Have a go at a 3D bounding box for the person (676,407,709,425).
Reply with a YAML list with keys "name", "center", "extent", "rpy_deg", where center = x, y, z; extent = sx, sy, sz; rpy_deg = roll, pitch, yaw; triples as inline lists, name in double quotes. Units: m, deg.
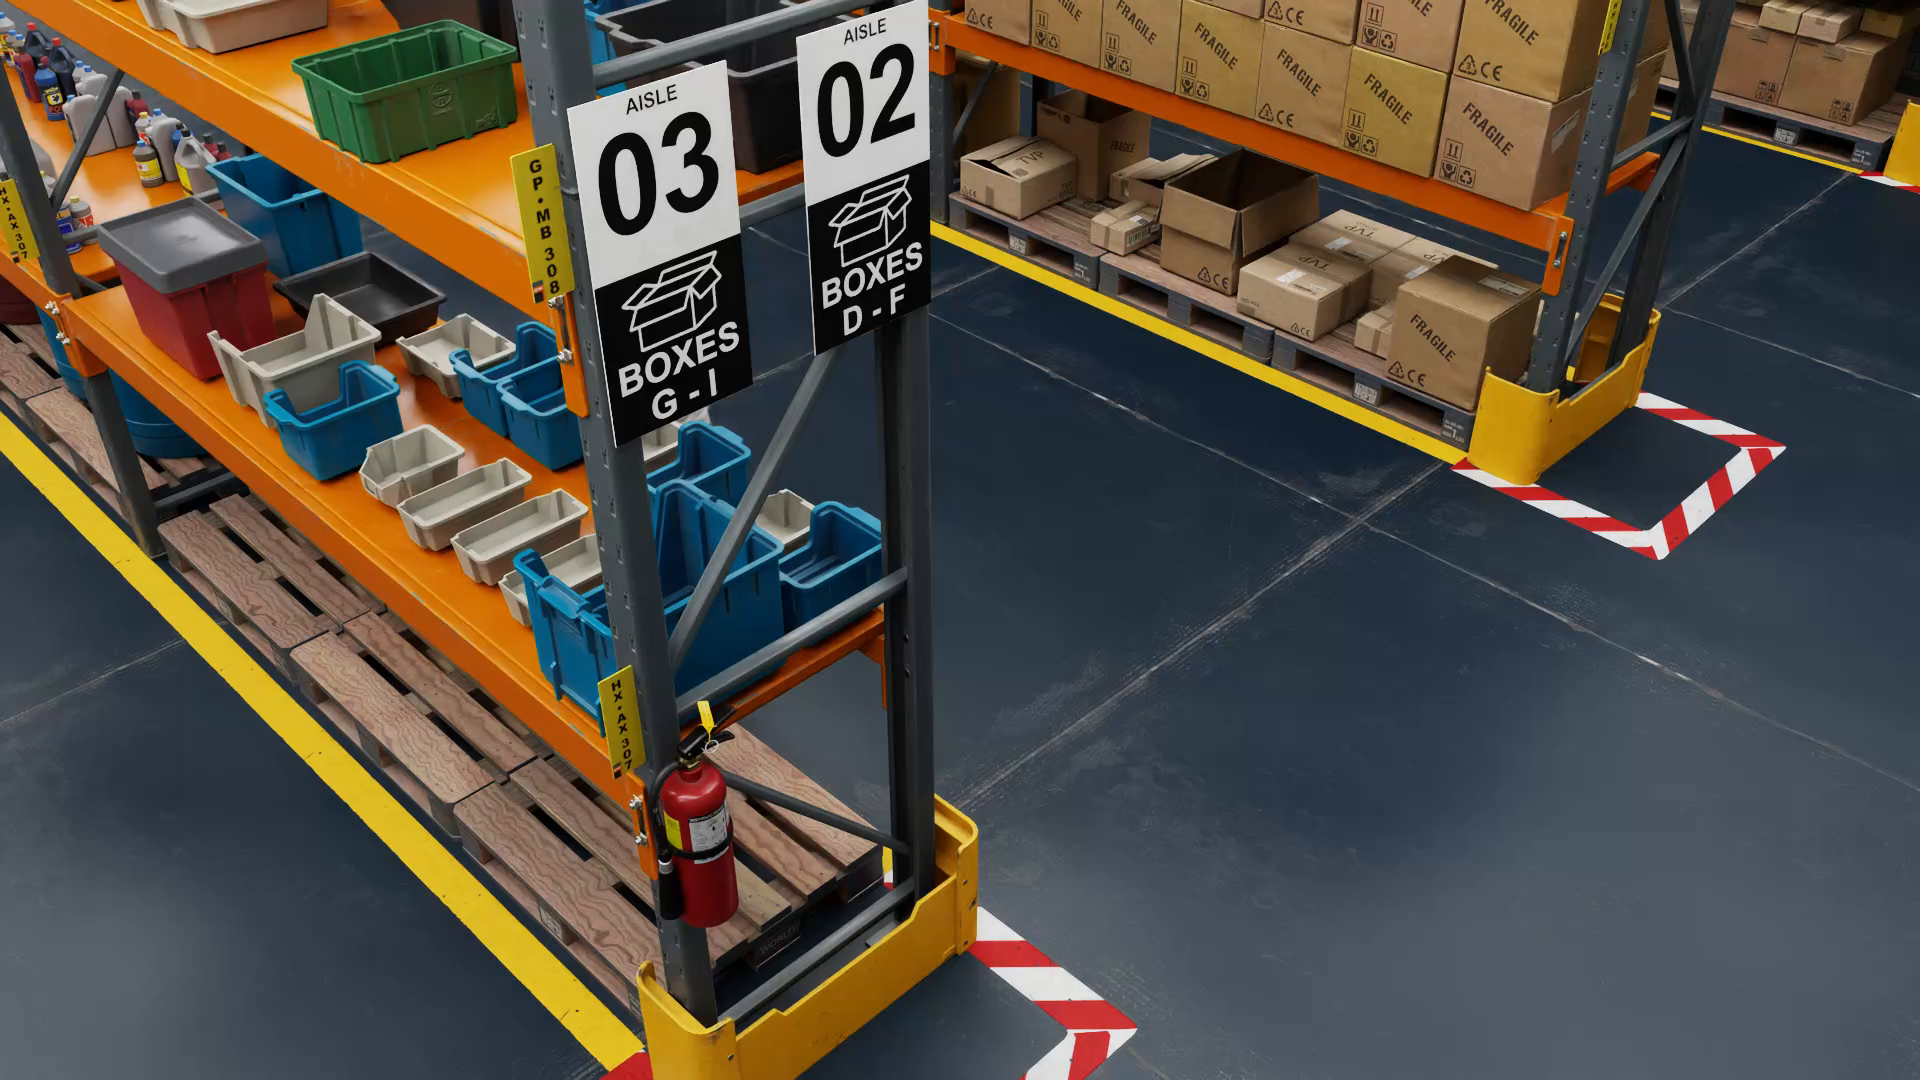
- name: "person"
  center: [-1.157, -0.132, 6.345]
  extent: [0.467, 1.671, 0.390]
  rpy_deg: [-30, 45, -35]
